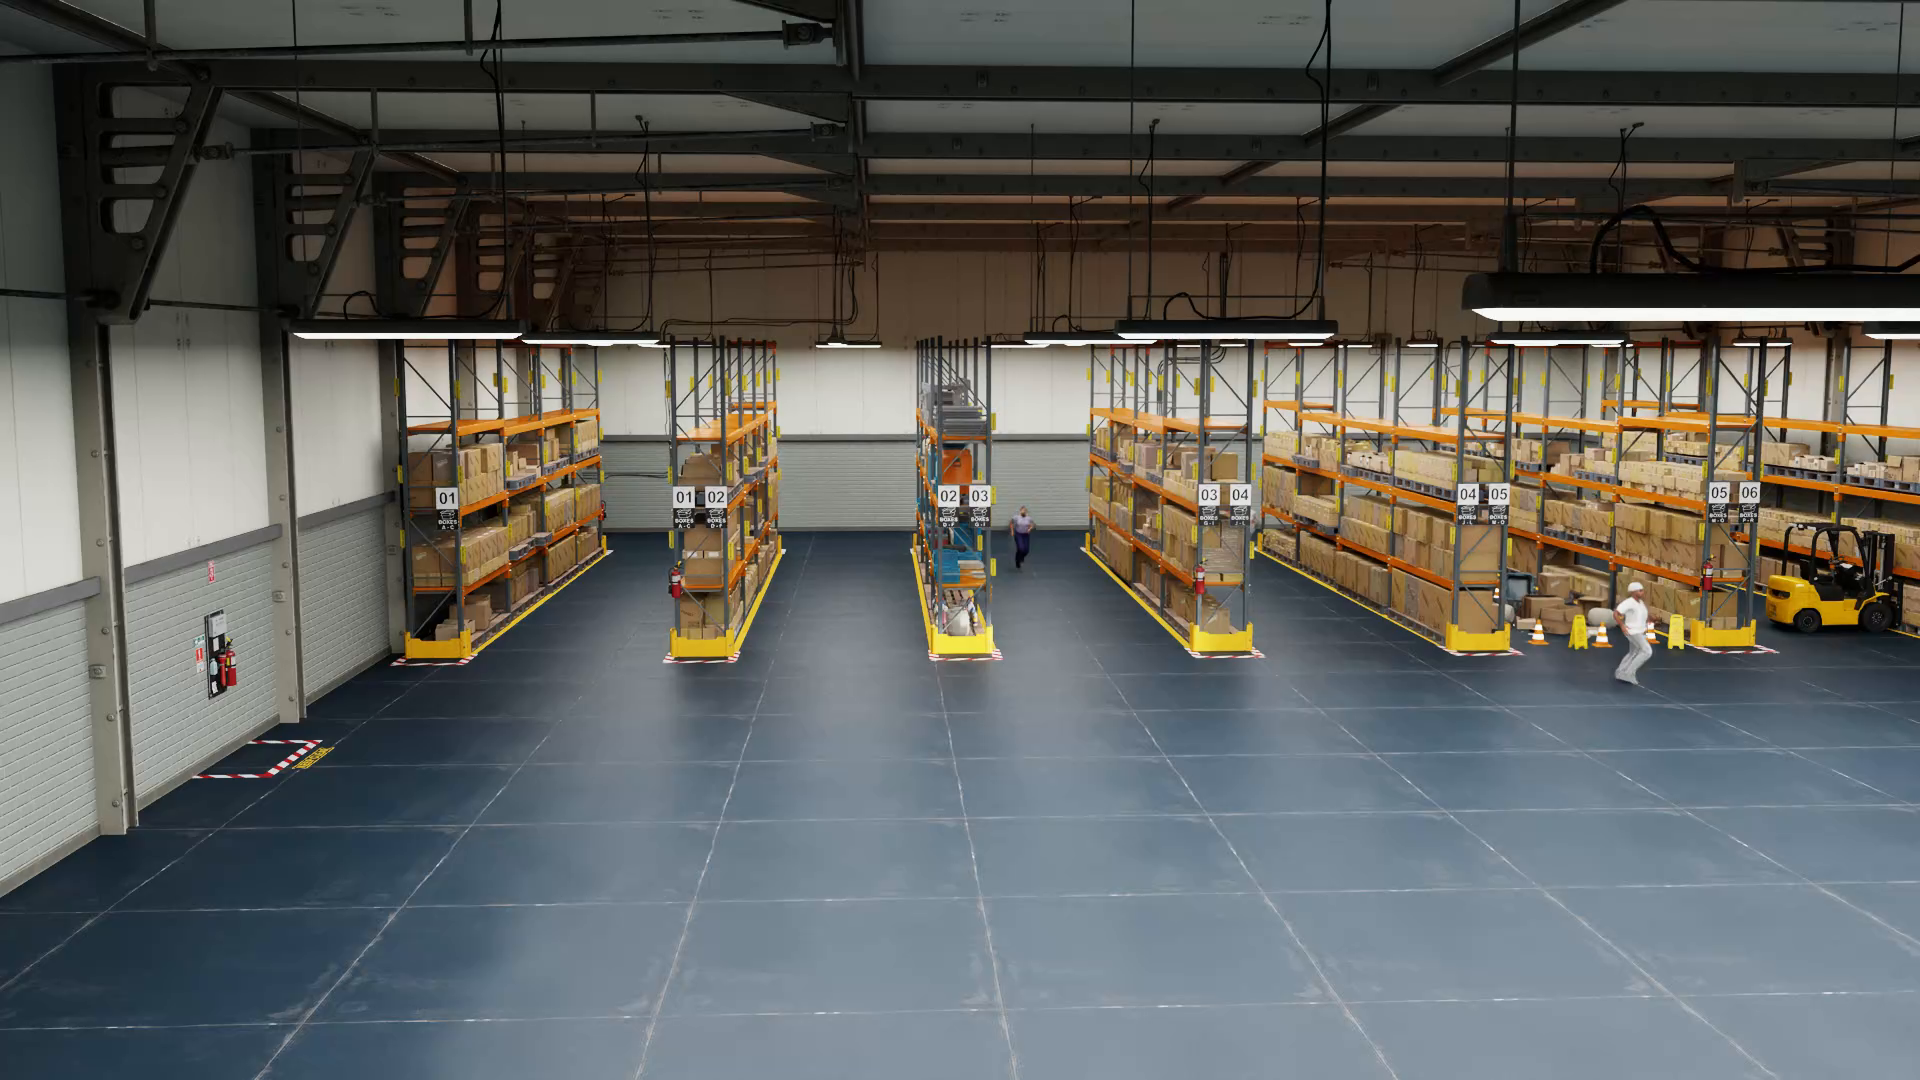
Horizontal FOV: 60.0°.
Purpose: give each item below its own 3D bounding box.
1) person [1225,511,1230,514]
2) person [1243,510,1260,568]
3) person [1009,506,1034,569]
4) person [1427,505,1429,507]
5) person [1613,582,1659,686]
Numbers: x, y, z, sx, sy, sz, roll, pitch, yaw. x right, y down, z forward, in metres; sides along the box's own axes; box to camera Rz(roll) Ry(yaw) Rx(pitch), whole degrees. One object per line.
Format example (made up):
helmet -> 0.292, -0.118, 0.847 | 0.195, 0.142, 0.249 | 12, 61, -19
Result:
person -> 7.574, -0.393, 46.289 | 0.660, 1.761, 0.881 | 1, 7, 4
person -> 7.665, -0.161, 44.358 | 0.633, 1.778, 0.820 | 0, 6, 1
person -> 1.604, -0.066, 42.743 | 0.576, 1.626, 0.709 | -2, 7, -13
person -> 14.065, -0.723, 49.552 | 0.532, 1.670, 0.716 | 3, 7, 26
person -> 11.625, 1.610, 28.568 | 0.698, 1.769, 0.676 | 5, 8, 37
